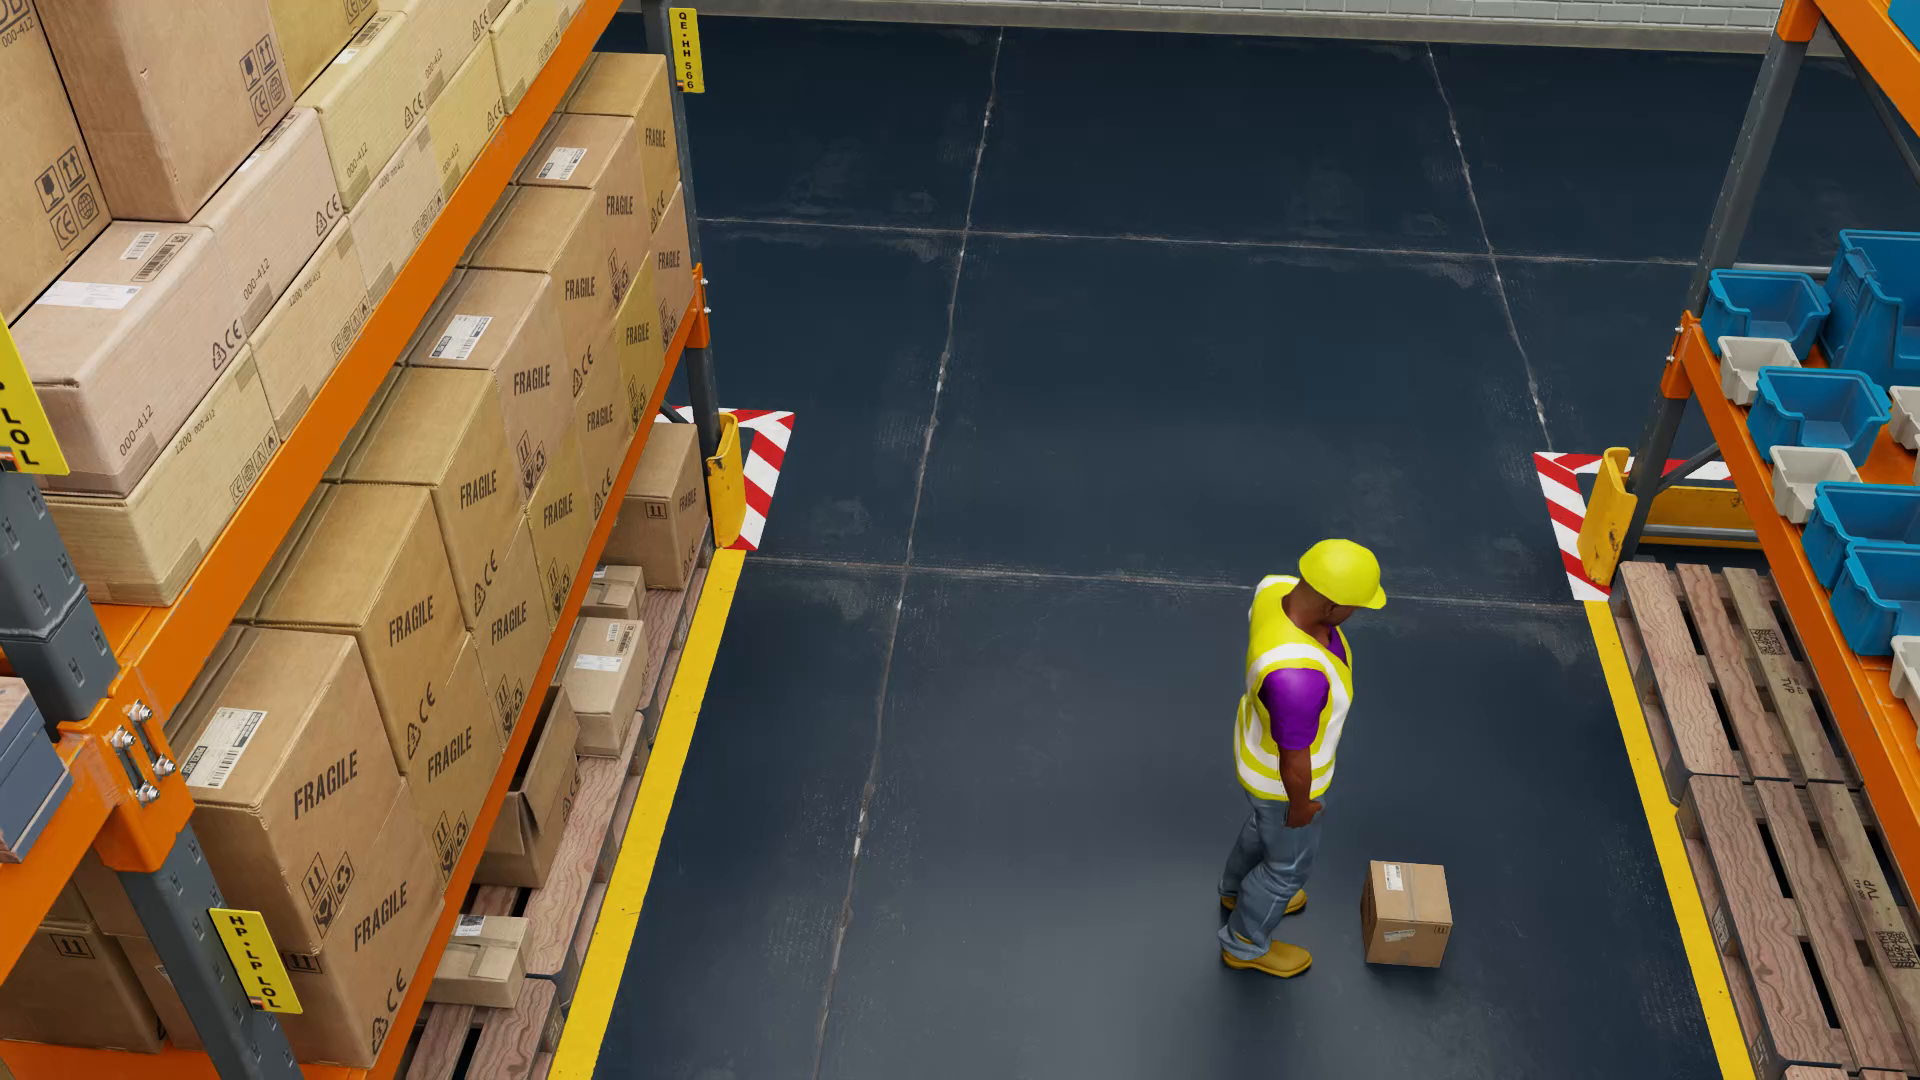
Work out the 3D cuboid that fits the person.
[{"bbox_3d":[1.059,0.685,5.327,0.384,1.751,0.573,4,40,5],"label":"person"}]
